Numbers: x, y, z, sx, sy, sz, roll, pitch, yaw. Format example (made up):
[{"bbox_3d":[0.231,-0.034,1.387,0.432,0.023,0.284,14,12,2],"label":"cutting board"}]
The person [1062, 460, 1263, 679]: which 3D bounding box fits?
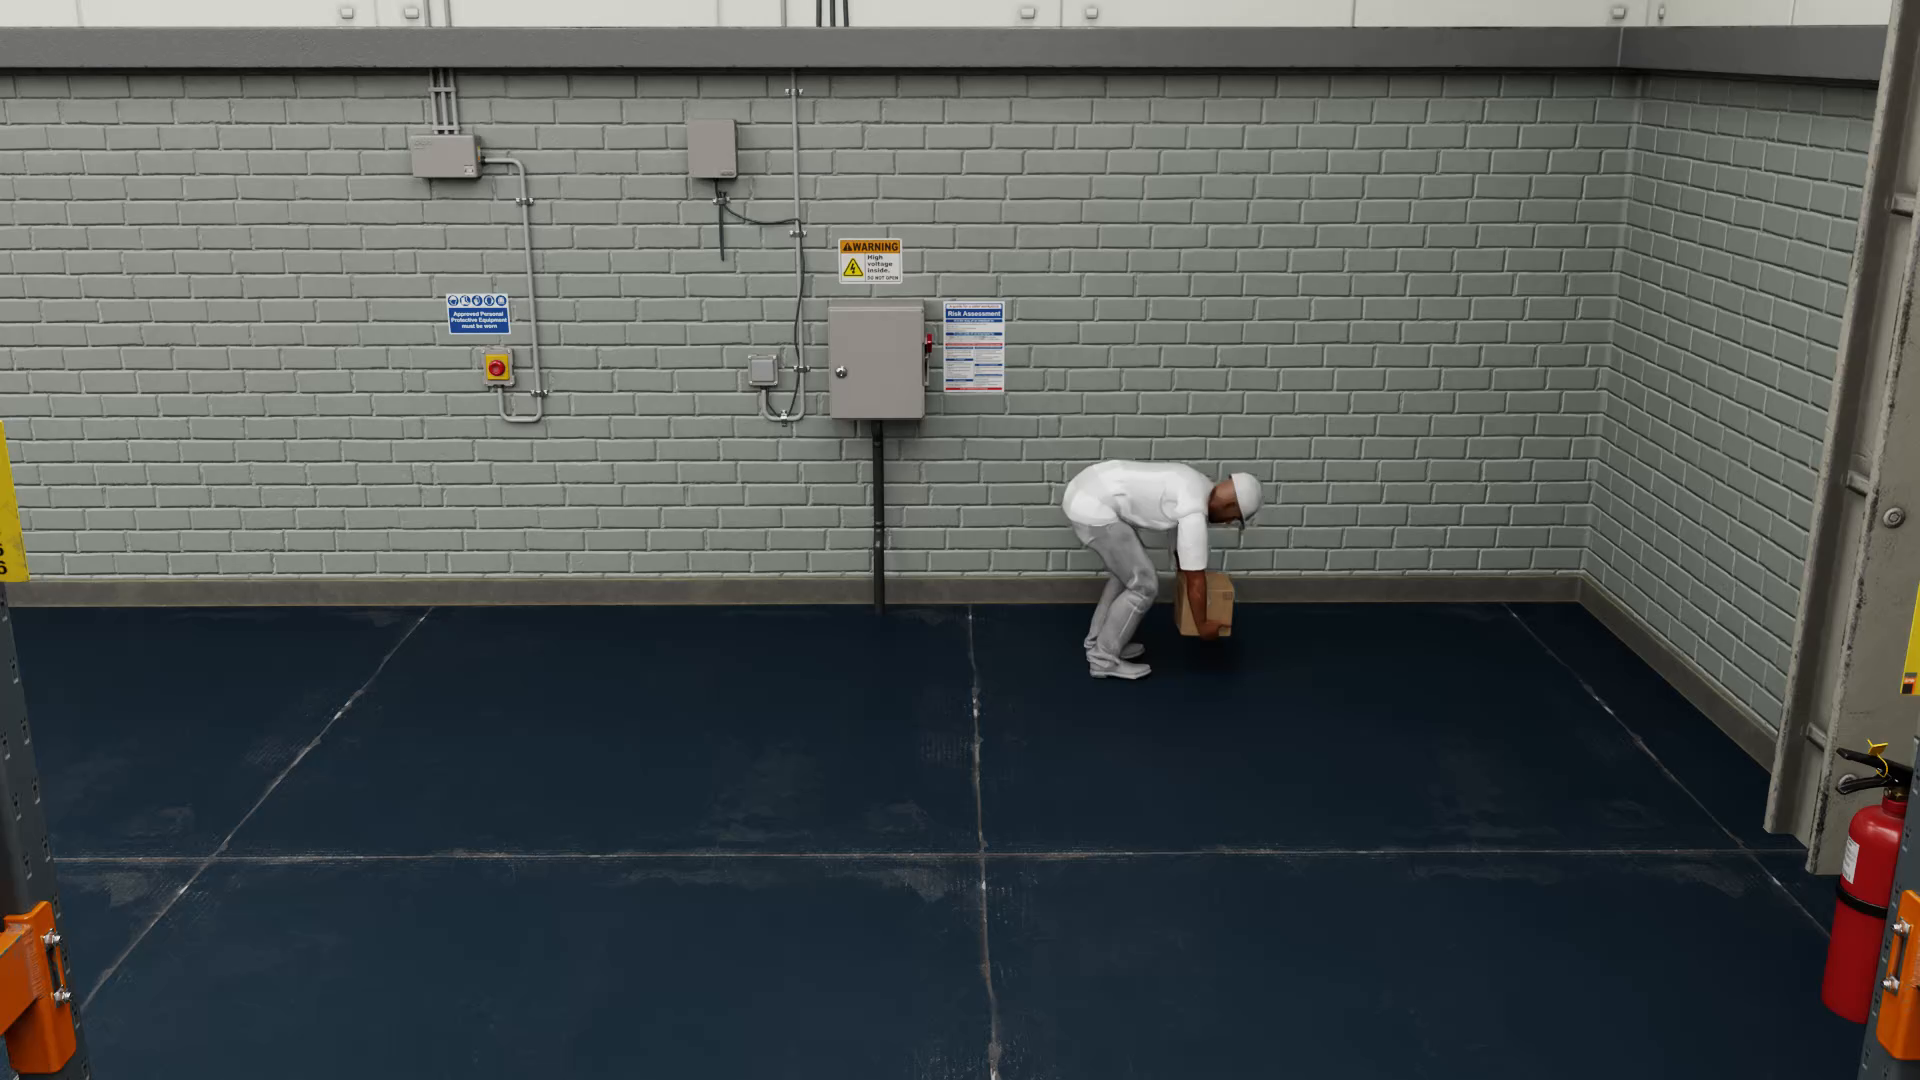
[{"bbox_3d":[1.000,0.126,8.284,0.982,1.064,0.482,-1,17,-3],"label":"person"}]
